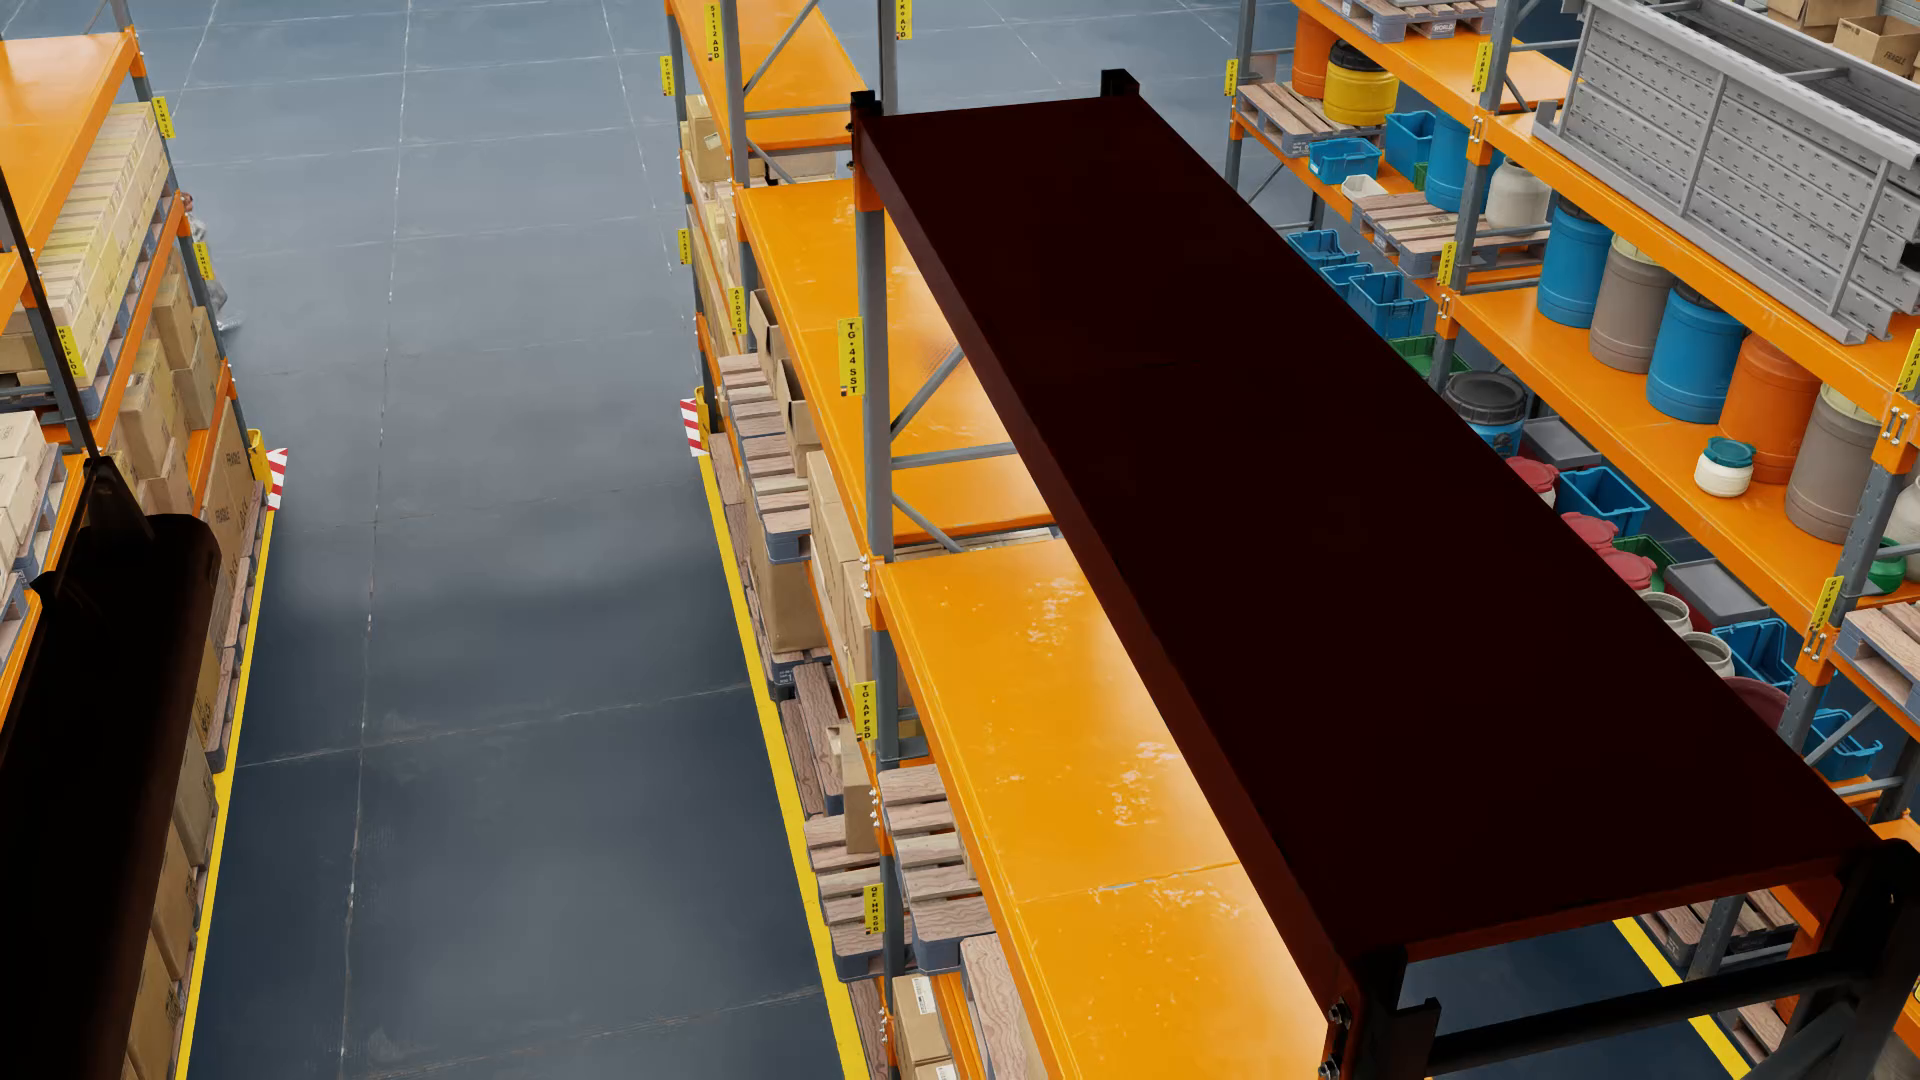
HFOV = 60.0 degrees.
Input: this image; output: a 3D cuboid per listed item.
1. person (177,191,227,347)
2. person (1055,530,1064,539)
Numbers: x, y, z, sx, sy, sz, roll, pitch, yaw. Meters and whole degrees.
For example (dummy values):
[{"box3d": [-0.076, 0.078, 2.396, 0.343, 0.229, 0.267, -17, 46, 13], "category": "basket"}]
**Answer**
[{"box3d": [-7.633, -2.728, 16.633, 0.359, 1.603, 0.488, -24, 41, -31], "category": "person"}, {"box3d": [1.003, -0.727, 13.576, 0.411, 1.799, 0.588, -1, 34, -1], "category": "person"}]
